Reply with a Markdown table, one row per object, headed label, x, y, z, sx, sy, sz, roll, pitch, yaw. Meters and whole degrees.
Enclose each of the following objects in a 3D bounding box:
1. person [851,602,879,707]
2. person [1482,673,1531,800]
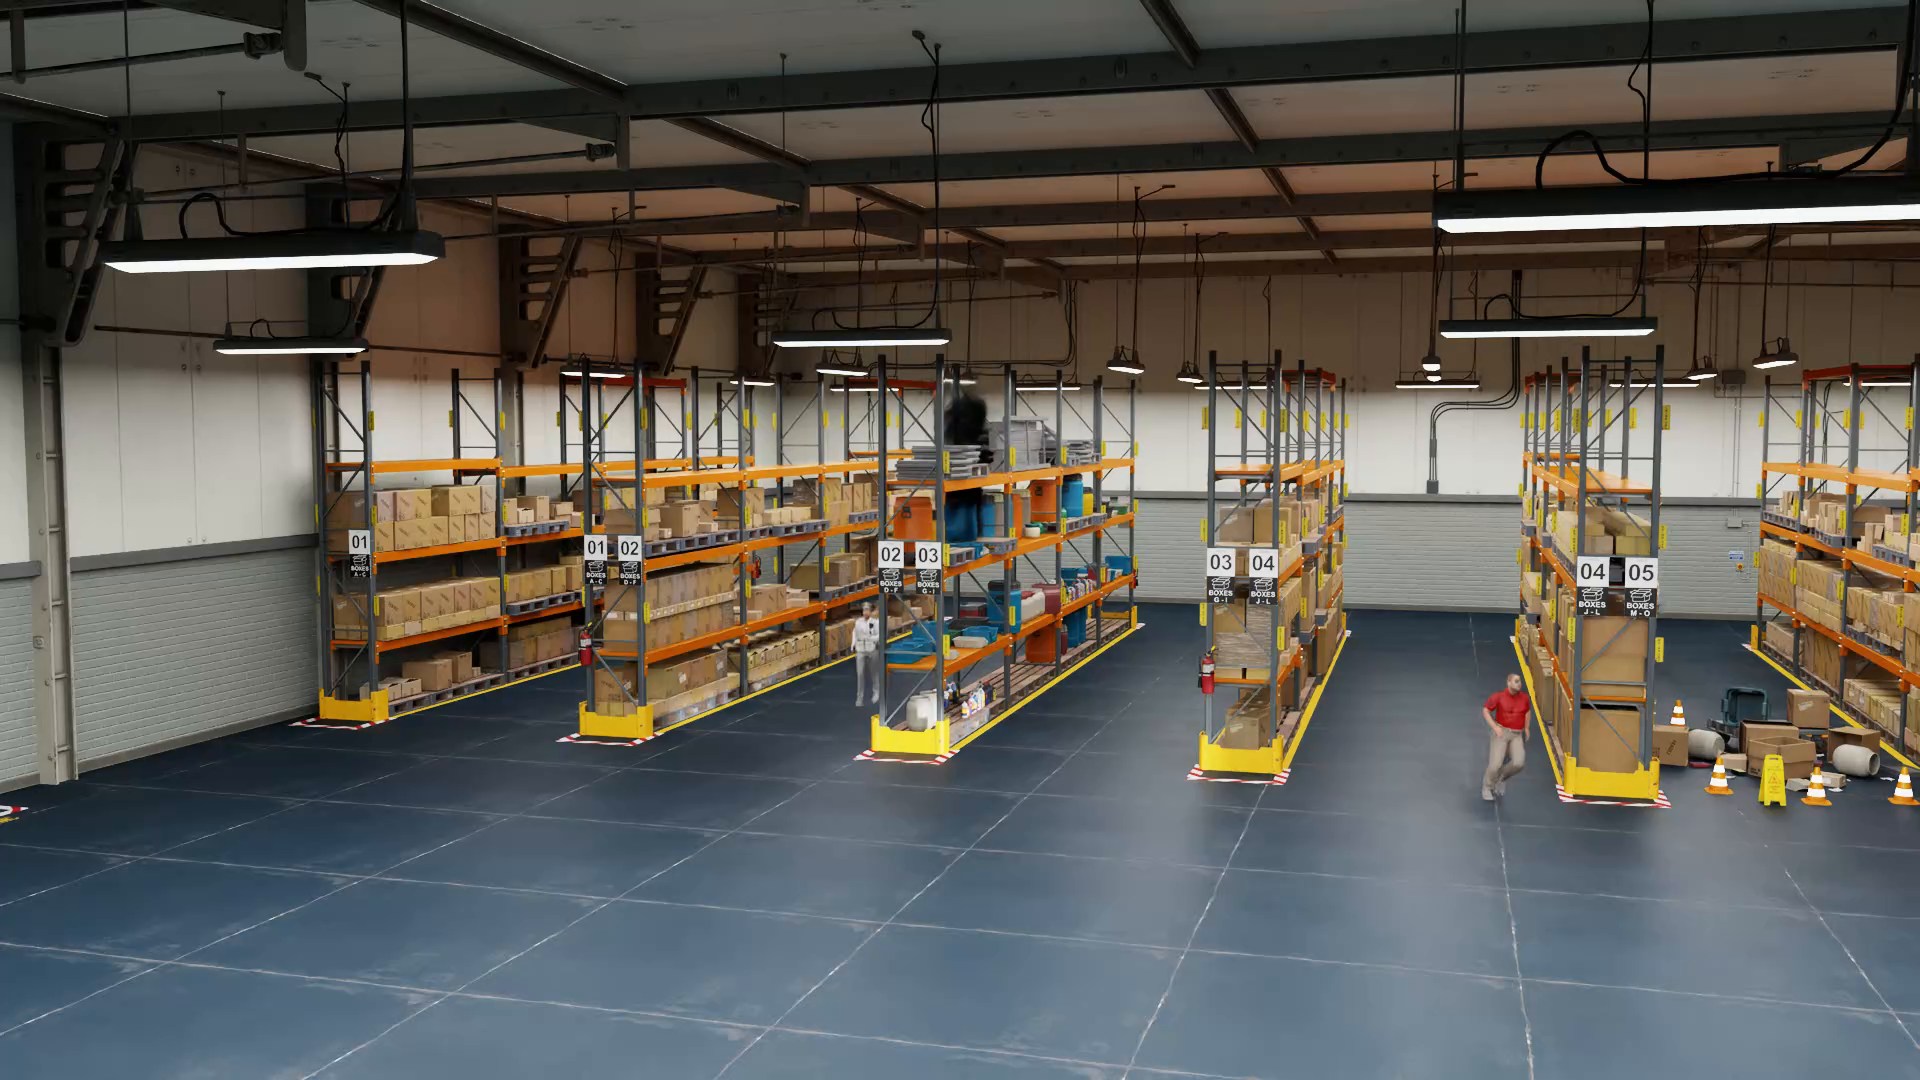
| label | x | y | z | sx | sy | sz | roll | pitch | yaw |
| --- | --- | --- | --- | --- | --- | --- | --- | --- | --- |
| person | -1.545 | 1.887 | 27.609 | 0.611 | 1.731 | 0.876 | 1 | 4 | 11 |
| person | 7.282 | 2.607 | 22.012 | 0.719 | 1.676 | 0.549 | 0 | 4 | -6 |
